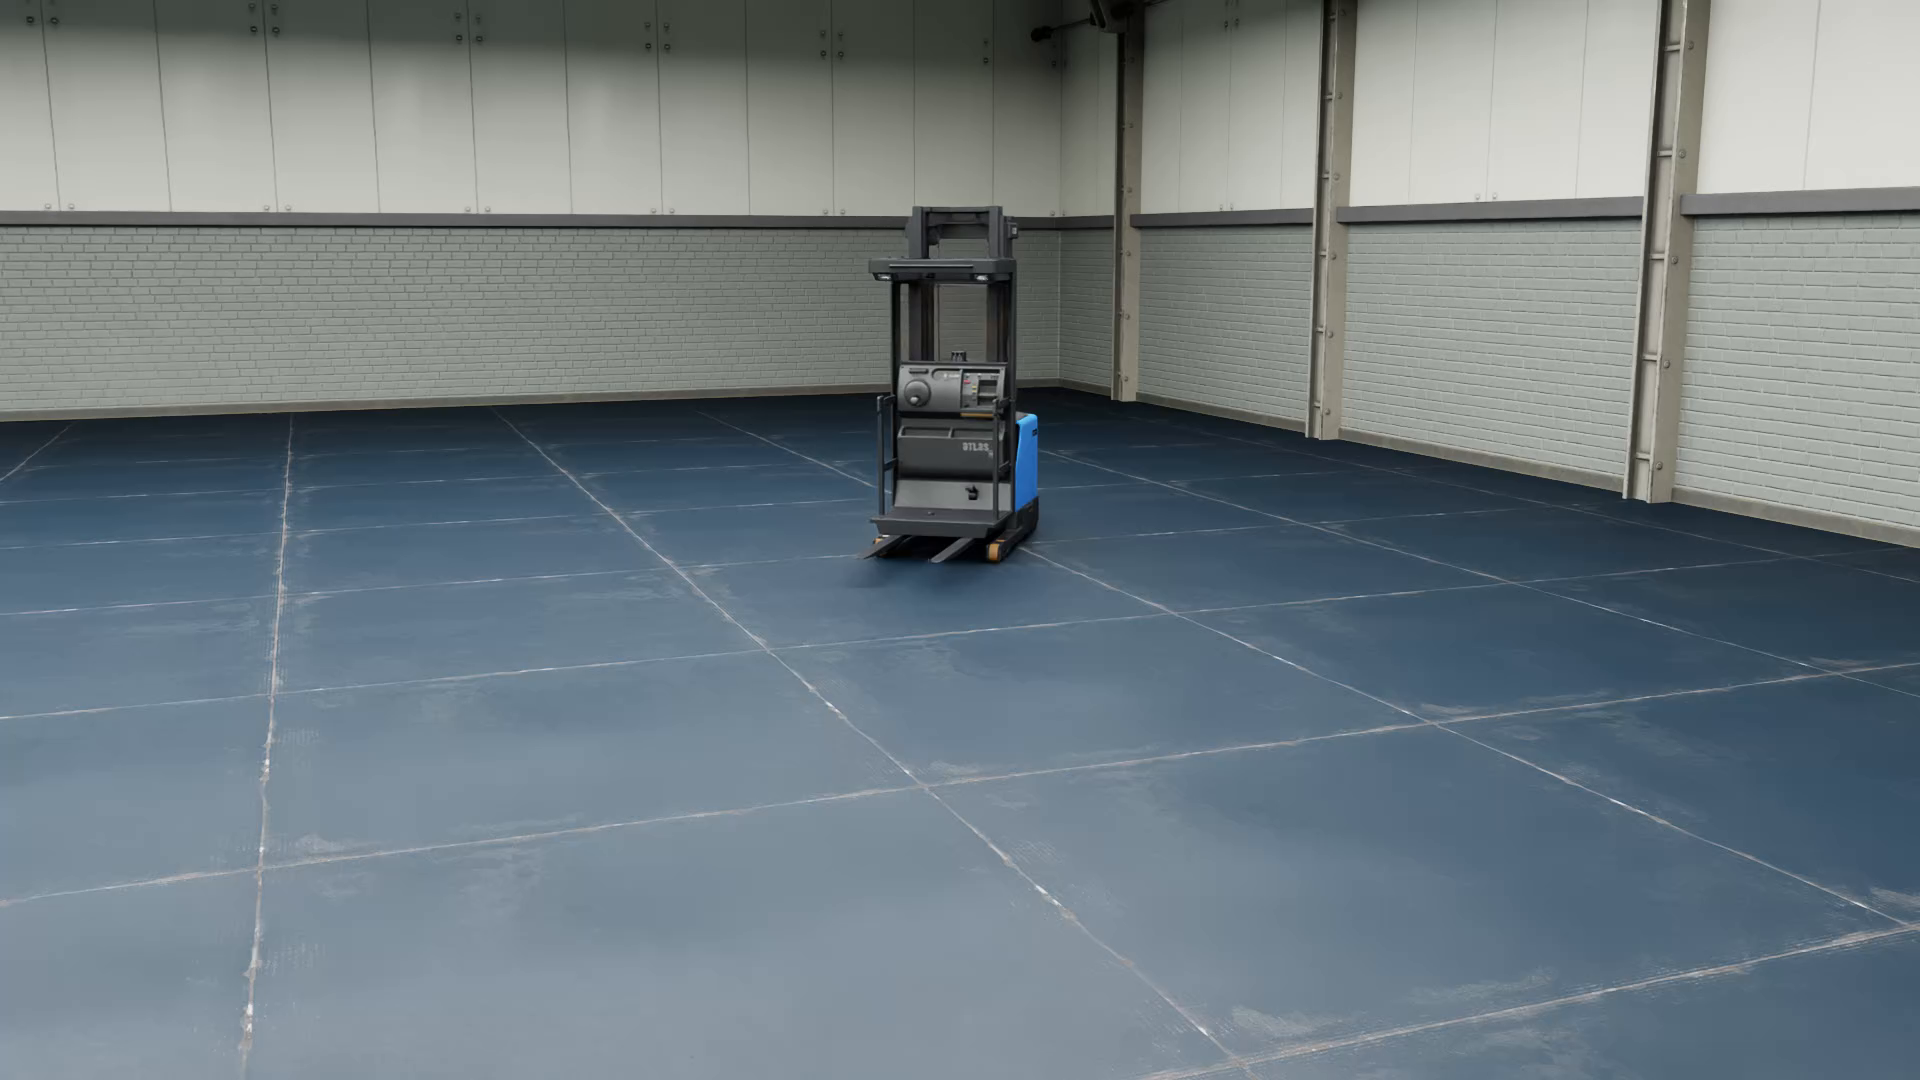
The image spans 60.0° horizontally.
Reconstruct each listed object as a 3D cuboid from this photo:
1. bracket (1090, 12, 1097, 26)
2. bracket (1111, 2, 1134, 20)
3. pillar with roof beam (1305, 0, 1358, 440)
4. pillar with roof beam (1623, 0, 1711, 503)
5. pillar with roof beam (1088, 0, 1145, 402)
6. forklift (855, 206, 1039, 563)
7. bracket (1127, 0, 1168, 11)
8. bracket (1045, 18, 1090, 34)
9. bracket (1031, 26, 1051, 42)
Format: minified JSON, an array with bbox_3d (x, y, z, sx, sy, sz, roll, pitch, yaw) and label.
[{"bbox_3d":[2.313,-8.625,27.435,0.235,0.232,0.430,-4,11,-21],"label":"bracket"},{"bbox_3d":[2.614,-8.489,26.673,0.235,0.232,0.430,-4,11,-21],"label":"bracket"},{"bbox_3d":[0.956,-5.555,20.454,9.100,9.000,0.400,-4,11,-21],"label":"pillar with roof beam"},{"bbox_3d":[3.130,-4.576,14.948,9.100,9.000,0.400,-4,11,-21],"label":"pillar with roof beam"},{"bbox_3d":[-1.218,-6.534,25.960,9.100,9.000,0.548,-4,11,-21],"label":"pillar with roof beam"},{"bbox_3d":[-0.121,-1.326,14.007,1.130,2.935,3.031,2,10,14],"label":"forklift"},{"bbox_3d":[3.547,-8.069,24.309,0.076,0.066,4.783,-4,11,-21],"label":"bracket"},{"bbox_3d":[1.668,-8.915,29.068,0.076,0.066,3.189,-4,11,-21],"label":"bracket"},{"bbox_3d":[1.454,-9.012,29.610,0.235,0.232,0.430,-4,11,-21],"label":"bracket"}]
